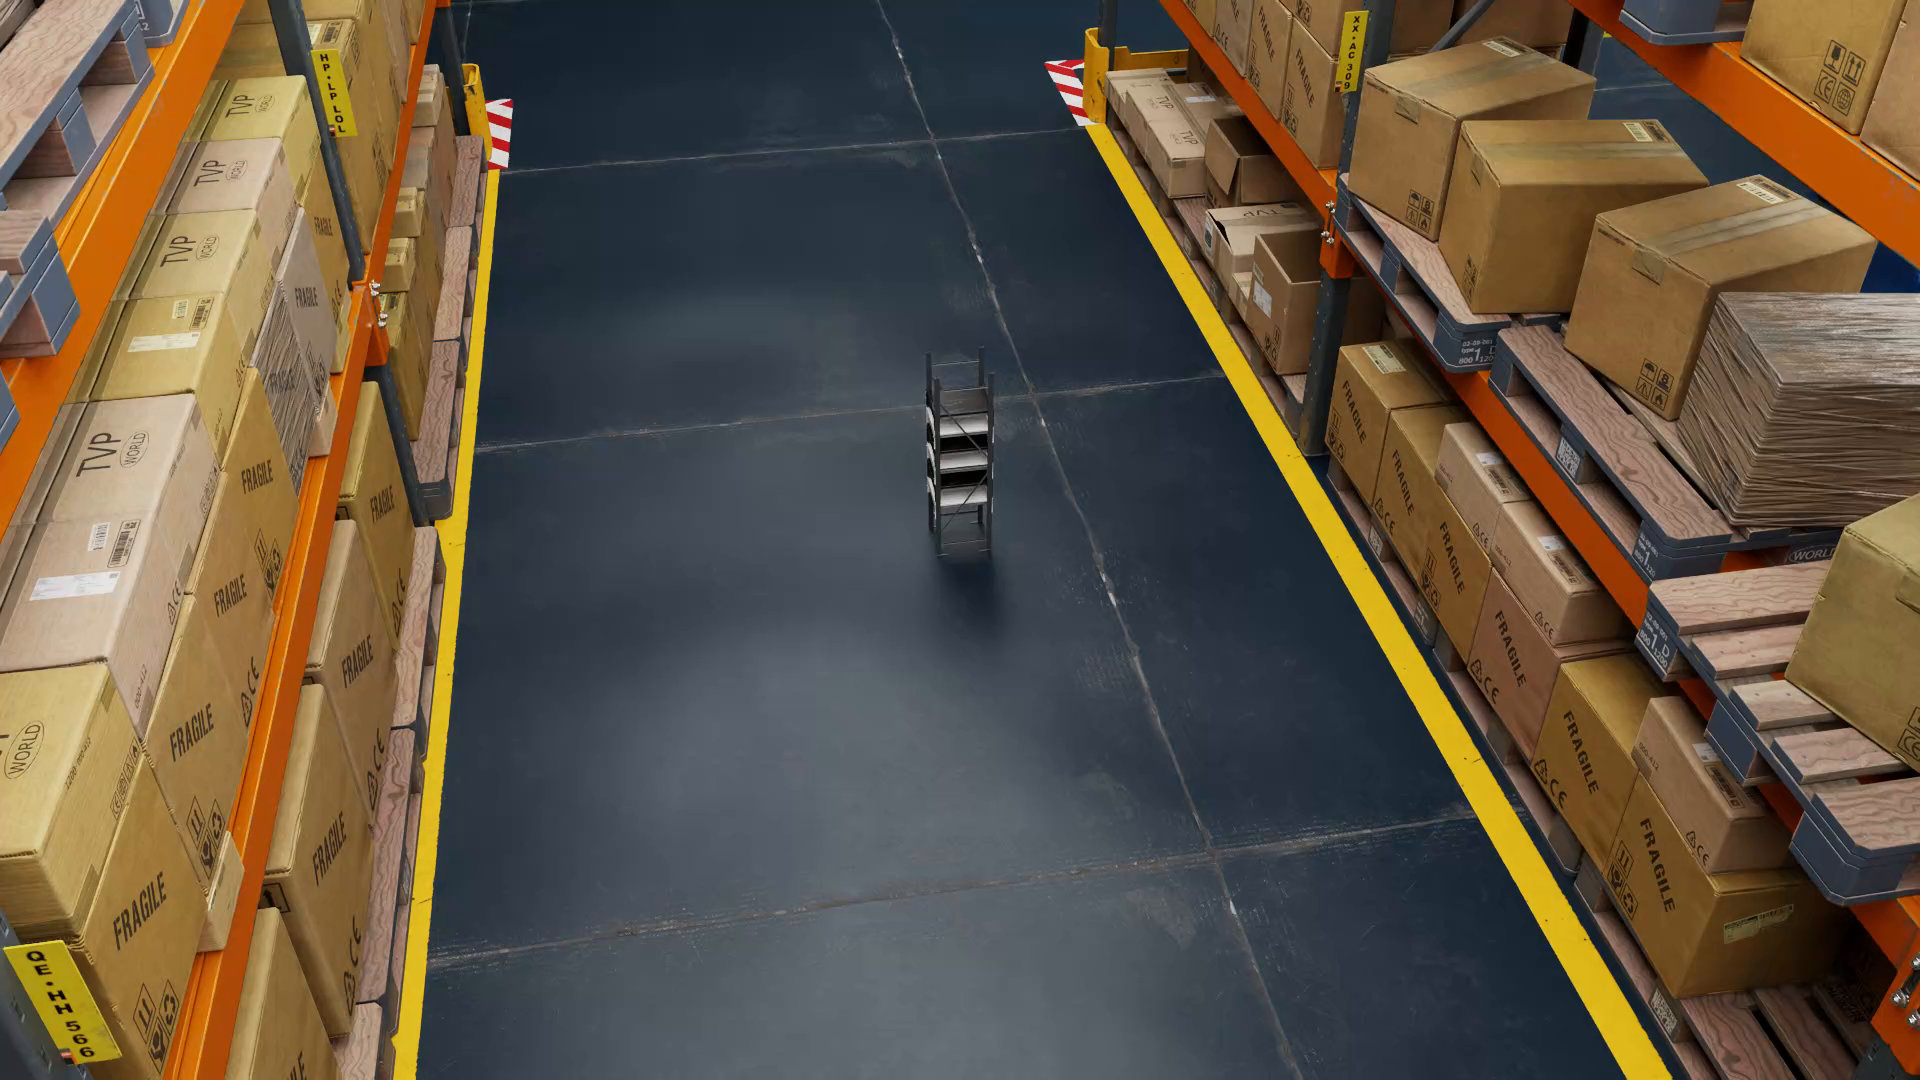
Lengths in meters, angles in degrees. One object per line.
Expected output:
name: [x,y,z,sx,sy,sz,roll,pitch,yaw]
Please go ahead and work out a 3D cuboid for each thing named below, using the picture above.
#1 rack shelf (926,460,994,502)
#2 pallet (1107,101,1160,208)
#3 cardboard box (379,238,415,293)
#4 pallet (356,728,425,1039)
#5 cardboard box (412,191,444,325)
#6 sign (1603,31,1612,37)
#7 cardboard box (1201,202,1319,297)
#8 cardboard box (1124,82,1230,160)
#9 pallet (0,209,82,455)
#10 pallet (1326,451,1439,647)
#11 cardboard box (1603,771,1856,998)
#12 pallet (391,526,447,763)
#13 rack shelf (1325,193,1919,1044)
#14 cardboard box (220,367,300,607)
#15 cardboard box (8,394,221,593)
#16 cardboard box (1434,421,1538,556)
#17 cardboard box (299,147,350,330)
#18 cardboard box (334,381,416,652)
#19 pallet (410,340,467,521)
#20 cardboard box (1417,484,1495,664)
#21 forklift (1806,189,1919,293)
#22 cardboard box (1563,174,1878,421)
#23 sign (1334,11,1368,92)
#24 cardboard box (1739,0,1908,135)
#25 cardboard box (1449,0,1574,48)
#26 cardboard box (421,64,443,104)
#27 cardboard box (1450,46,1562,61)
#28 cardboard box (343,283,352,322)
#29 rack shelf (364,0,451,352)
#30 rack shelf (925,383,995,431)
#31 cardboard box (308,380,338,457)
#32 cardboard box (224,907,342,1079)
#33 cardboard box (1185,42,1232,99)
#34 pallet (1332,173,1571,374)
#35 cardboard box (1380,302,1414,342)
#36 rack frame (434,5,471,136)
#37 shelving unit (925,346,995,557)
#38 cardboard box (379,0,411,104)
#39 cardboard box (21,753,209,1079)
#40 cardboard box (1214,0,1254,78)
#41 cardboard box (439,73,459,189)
rack shelf: [-0.001,-0.263,7.056,0.258,0.077,0.200,-6,38,-8]
pallet: [1.538,-2.441,10.220,1.003,0.211,1.213,-6,38,-8]
cardboard box: [-2.702,-1.243,7.571,0.380,0.149,0.250,-5,38,-6]
pallet: [-2.365,1.179,5.561,1.003,0.211,1.213,-6,38,-8]
cardboard box: [-2.994,-1.374,8.269,0.700,0.500,0.500,-5,38,-7]
sign: [2.631,-2.173,6.658,0.100,0.325,0.005,-6,38,-8]
cardboard box: [1.574,-1.532,8.610,0.500,0.311,0.500,-6,38,-8]
cardboard box: [1.287,-2.497,9.901,0.500,0.250,0.500,-6,38,-8]
pallet: [-2.255,-0.196,2.766,1.213,0.211,1.003,-5,38,-6]
pallet: [2.265,-0.065,7.162,1.003,0.211,1.213,-6,38,-8]
cardboard box: [2.391,1.036,5.150,0.500,0.500,0.500,-5,38,-6]
pallet: [-2.582,0.440,6.511,1.003,0.211,1.213,-6,38,-8]
rack shelf: [2.436,-0.162,5.600,1.077,0.370,4.000,-6,38,-8]
cardboard box: [-2.191,-0.119,4.618,0.500,0.500,0.500,-5,38,-7]
cardboard box: [-2.102,-0.092,3.972,0.500,0.250,0.500,-6,38,-8]
cardboard box: [2.105,-0.214,6.148,0.500,0.250,0.500,-6,38,-8]
cardboard box: [-2.462,-1.032,5.793,0.500,0.500,0.500,-7,38,-9]
cardboard box: [-2.549,-0.057,6.288,0.750,0.750,0.750,-6,38,-7]
pallet: [-2.848,-0.485,7.703,1.003,0.211,1.213,-6,38,-8]
cardboard box: [2.115,0.102,6.353,0.500,0.500,0.500,-6,38,-7]
forklift: [4.824,-1.274,6.501,1.130,2.935,3.031,-8,39,-10]
cardboard box: [2.456,-0.799,5.409,0.700,0.500,0.500,-16,41,-19]
sign: [1.552,-1.933,6.587,0.100,0.325,0.005,-6,38,-8]
cardboard box: [2.496,-1.344,4.008,0.910,0.500,0.500,-6,38,-8]
cardboard box: [2.279,-2.403,7.002,0.500,0.500,0.500,-5,38,-7]
cardboard box: [-3.069,-2.500,9.189,0.380,0.149,0.250,-7,38,-8]
cardboard box: [2.264,-2.030,7.337,0.500,0.500,0.500,-5,38,-7]
cardboard box: [-2.453,-0.854,6.092,0.380,0.149,0.250,-6,38,-8]
rack shelf: [-3.142,-2.043,8.021,1.077,0.370,4.000,-6,38,-8]
rack shelf: [-0.001,-0.547,6.835,0.258,0.077,0.200,-6,38,-8]
cardboard box: [-2.281,-0.389,5.494,0.380,0.149,0.250,-6,38,-8]
cardboard box: [-2.090,1.522,4.256,0.750,0.750,0.750,-7,38,-9]
cardboard box: [1.722,-2.954,10.287,0.500,0.500,0.500,-6,38,-8]
pallet: [2.118,-1.084,6.356,1.003,0.211,1.213,-6,38,-8]
cardboard box: [2.224,-1.043,7.980,0.500,0.311,0.500,-6,38,-8]
rack frame: [-3.493,-3.535,9.355,1.000,3.000,0.127,-6,38,-8]
shelving unit: [-0.001,-0.360,6.980,0.258,0.900,0.210,-6,38,-8]
cardboard box: [-3.130,-2.446,7.710,0.980,0.700,0.700,-8,39,-10]
cardboard box: [-1.923,0.812,3.420,0.500,0.500,0.500,-5,38,-7]
cardboard box: [1.561,-2.589,8.056,0.500,0.500,0.500,-5,38,-7]
cardboard box: [-3.271,-2.301,9.463,0.700,0.500,0.500,-6,38,-8]
